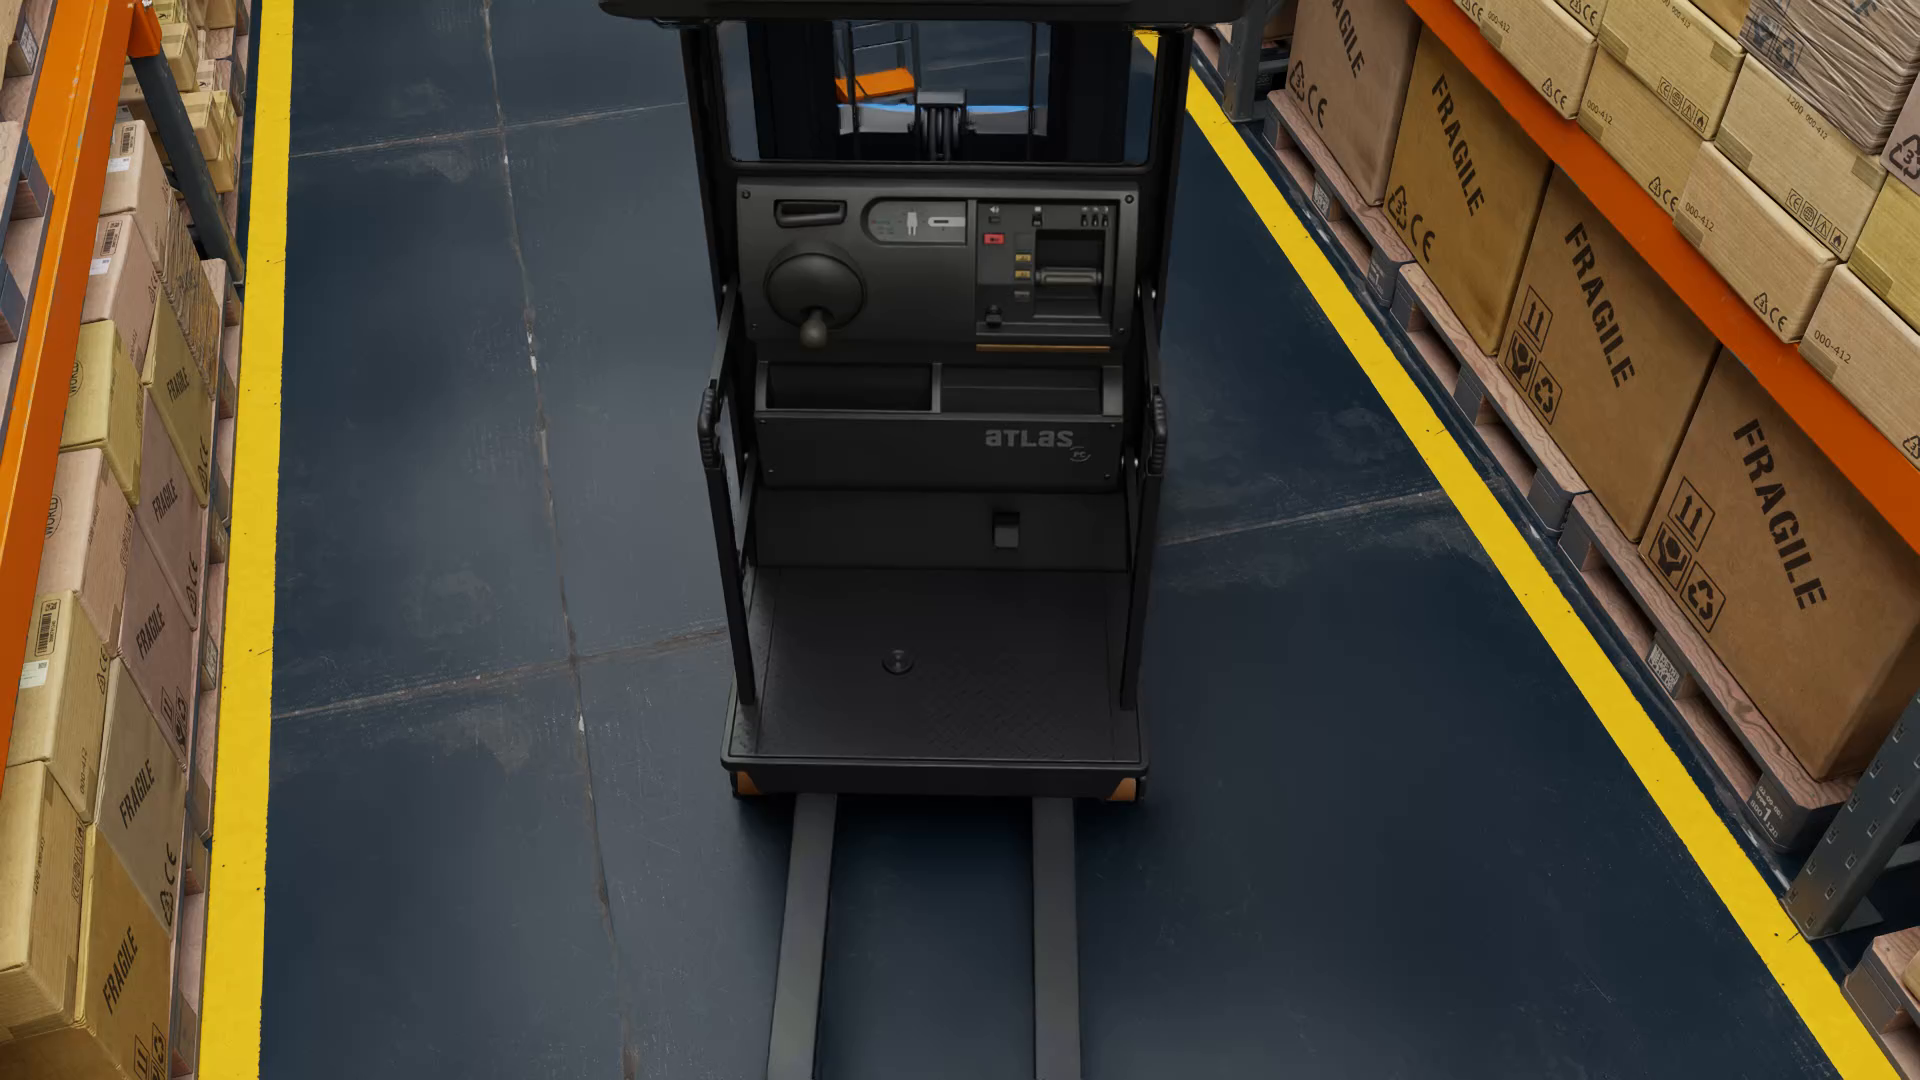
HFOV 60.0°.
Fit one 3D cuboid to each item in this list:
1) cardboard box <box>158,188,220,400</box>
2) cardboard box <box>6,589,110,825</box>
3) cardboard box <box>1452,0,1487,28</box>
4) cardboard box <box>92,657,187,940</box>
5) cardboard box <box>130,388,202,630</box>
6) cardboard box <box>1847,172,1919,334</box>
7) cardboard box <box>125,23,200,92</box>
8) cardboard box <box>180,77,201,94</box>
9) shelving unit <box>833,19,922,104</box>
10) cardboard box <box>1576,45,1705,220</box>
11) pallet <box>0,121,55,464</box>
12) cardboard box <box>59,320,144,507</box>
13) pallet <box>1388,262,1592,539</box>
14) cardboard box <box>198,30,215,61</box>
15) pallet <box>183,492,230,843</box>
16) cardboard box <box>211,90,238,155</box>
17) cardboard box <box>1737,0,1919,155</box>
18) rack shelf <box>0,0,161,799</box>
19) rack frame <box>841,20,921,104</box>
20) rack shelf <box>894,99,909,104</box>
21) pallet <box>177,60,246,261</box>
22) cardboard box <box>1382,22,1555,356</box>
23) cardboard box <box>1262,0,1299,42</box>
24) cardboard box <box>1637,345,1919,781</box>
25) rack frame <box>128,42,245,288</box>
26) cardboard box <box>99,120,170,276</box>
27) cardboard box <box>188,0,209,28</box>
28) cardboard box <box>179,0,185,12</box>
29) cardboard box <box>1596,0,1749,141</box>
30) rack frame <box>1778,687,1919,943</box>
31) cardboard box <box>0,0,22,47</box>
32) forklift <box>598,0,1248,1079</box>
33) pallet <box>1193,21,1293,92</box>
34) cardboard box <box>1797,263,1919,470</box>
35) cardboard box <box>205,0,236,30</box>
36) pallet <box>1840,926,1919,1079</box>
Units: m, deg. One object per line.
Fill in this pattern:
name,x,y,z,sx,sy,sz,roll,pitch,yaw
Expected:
cardboard box,-2.723,-0.750,5.341,0.500,0.500,0.500,-12,47,-11
cardboard box,-2.204,0.414,3.675,0.500,0.250,0.500,-11,47,-11
cardboard box,1.710,-1.799,5.018,0.500,0.250,0.500,-11,47,-11
cardboard box,-2.199,0.665,3.954,0.500,0.500,0.500,-10,46,-10
cardboard box,-2.465,-0.041,4.646,0.500,0.500,0.500,-12,47,-11
cardboard box,2.258,-0.566,3.460,0.500,0.250,0.500,-11,47,-10
cardboard box,-3.057,-1.777,6.177,0.380,0.149,0.250,-9,46,-8
cardboard box,-3.091,-1.663,6.273,0.380,0.149,0.250,-10,46,-10
shelving unit,-0.250,-1.188,5.563,0.258,1.200,0.189,-14,38,-13
cardboard box,1.987,-1.106,4.338,0.500,0.250,0.500,-11,47,-11
pallet,-2.678,-0.473,3.748,1.003,0.211,1.213,-11,47,-10
cardboard box,-2.453,-0.290,4.365,0.500,0.250,0.500,-13,47,-12
pallet,2.189,-0.579,5.669,1.003,0.211,1.213,-11,47,-10
cardboard box,-3.234,-1.914,6.728,0.380,0.149,0.250,-12,47,-11
pallet,-2.639,0.414,4.696,1.003,0.211,1.213,-11,47,-10
cardboard box,-3.007,-1.586,6.406,0.380,0.149,0.250,-9,46,-9
cardboard box,2.103,-1.203,3.558,0.500,0.500,0.500,-10,46,-10
rack shelf,-2.644,-0.310,3.957,1.077,0.370,4.000,-11,47,-10
rack frame,-0.220,-1.137,5.493,0.240,1.200,0.006,-14,38,-13
rack shelf,-0.259,-1.343,5.445,0.258,0.103,0.180,-14,38,-13
pallet,-3.362,-1.424,6.498,1.003,0.211,1.213,-11,47,-10
cardboard box,2.078,-1.285,5.603,0.875,0.875,0.875,-9,46,-9
cardboard box,1.546,-2.621,7.218,0.875,0.438,0.875,-11,47,-11
cardboard box,2.531,-0.051,4.394,0.875,0.875,0.875,-11,47,-11
rack frame,-3.156,-1.943,5.054,1.000,3.000,0.127,-11,47,-10
cardboard box,-2.721,-1.009,5.070,0.500,0.250,0.500,-12,47,-11
cardboard box,-3.302,-2.206,6.805,0.380,0.149,0.250,-9,46,-8
cardboard box,-3.258,-2.118,6.511,0.380,0.149,0.250,-12,47,-11
cardboard box,1.972,-1.269,4.149,0.500,0.250,0.500,-12,47,-11
rack frame,2.627,-0.156,3.303,1.000,3.000,0.127,-11,47,-10
cardboard box,-2.734,-1.412,4.416,0.380,0.149,0.250,-11,47,-10
forklift,-0.055,-0.546,3.733,1.130,2.935,3.031,1,46,1
pallet,1.484,-2.481,7.533,1.003,0.211,1.213,-11,47,-10
cardboard box,2.247,-0.405,3.652,0.500,0.250,0.500,-12,47,-12
cardboard box,-3.310,-2.290,7.096,0.380,0.149,0.250,-12,47,-11
pallet,2.826,1.360,3.770,1.003,0.211,1.213,-11,47,-10
